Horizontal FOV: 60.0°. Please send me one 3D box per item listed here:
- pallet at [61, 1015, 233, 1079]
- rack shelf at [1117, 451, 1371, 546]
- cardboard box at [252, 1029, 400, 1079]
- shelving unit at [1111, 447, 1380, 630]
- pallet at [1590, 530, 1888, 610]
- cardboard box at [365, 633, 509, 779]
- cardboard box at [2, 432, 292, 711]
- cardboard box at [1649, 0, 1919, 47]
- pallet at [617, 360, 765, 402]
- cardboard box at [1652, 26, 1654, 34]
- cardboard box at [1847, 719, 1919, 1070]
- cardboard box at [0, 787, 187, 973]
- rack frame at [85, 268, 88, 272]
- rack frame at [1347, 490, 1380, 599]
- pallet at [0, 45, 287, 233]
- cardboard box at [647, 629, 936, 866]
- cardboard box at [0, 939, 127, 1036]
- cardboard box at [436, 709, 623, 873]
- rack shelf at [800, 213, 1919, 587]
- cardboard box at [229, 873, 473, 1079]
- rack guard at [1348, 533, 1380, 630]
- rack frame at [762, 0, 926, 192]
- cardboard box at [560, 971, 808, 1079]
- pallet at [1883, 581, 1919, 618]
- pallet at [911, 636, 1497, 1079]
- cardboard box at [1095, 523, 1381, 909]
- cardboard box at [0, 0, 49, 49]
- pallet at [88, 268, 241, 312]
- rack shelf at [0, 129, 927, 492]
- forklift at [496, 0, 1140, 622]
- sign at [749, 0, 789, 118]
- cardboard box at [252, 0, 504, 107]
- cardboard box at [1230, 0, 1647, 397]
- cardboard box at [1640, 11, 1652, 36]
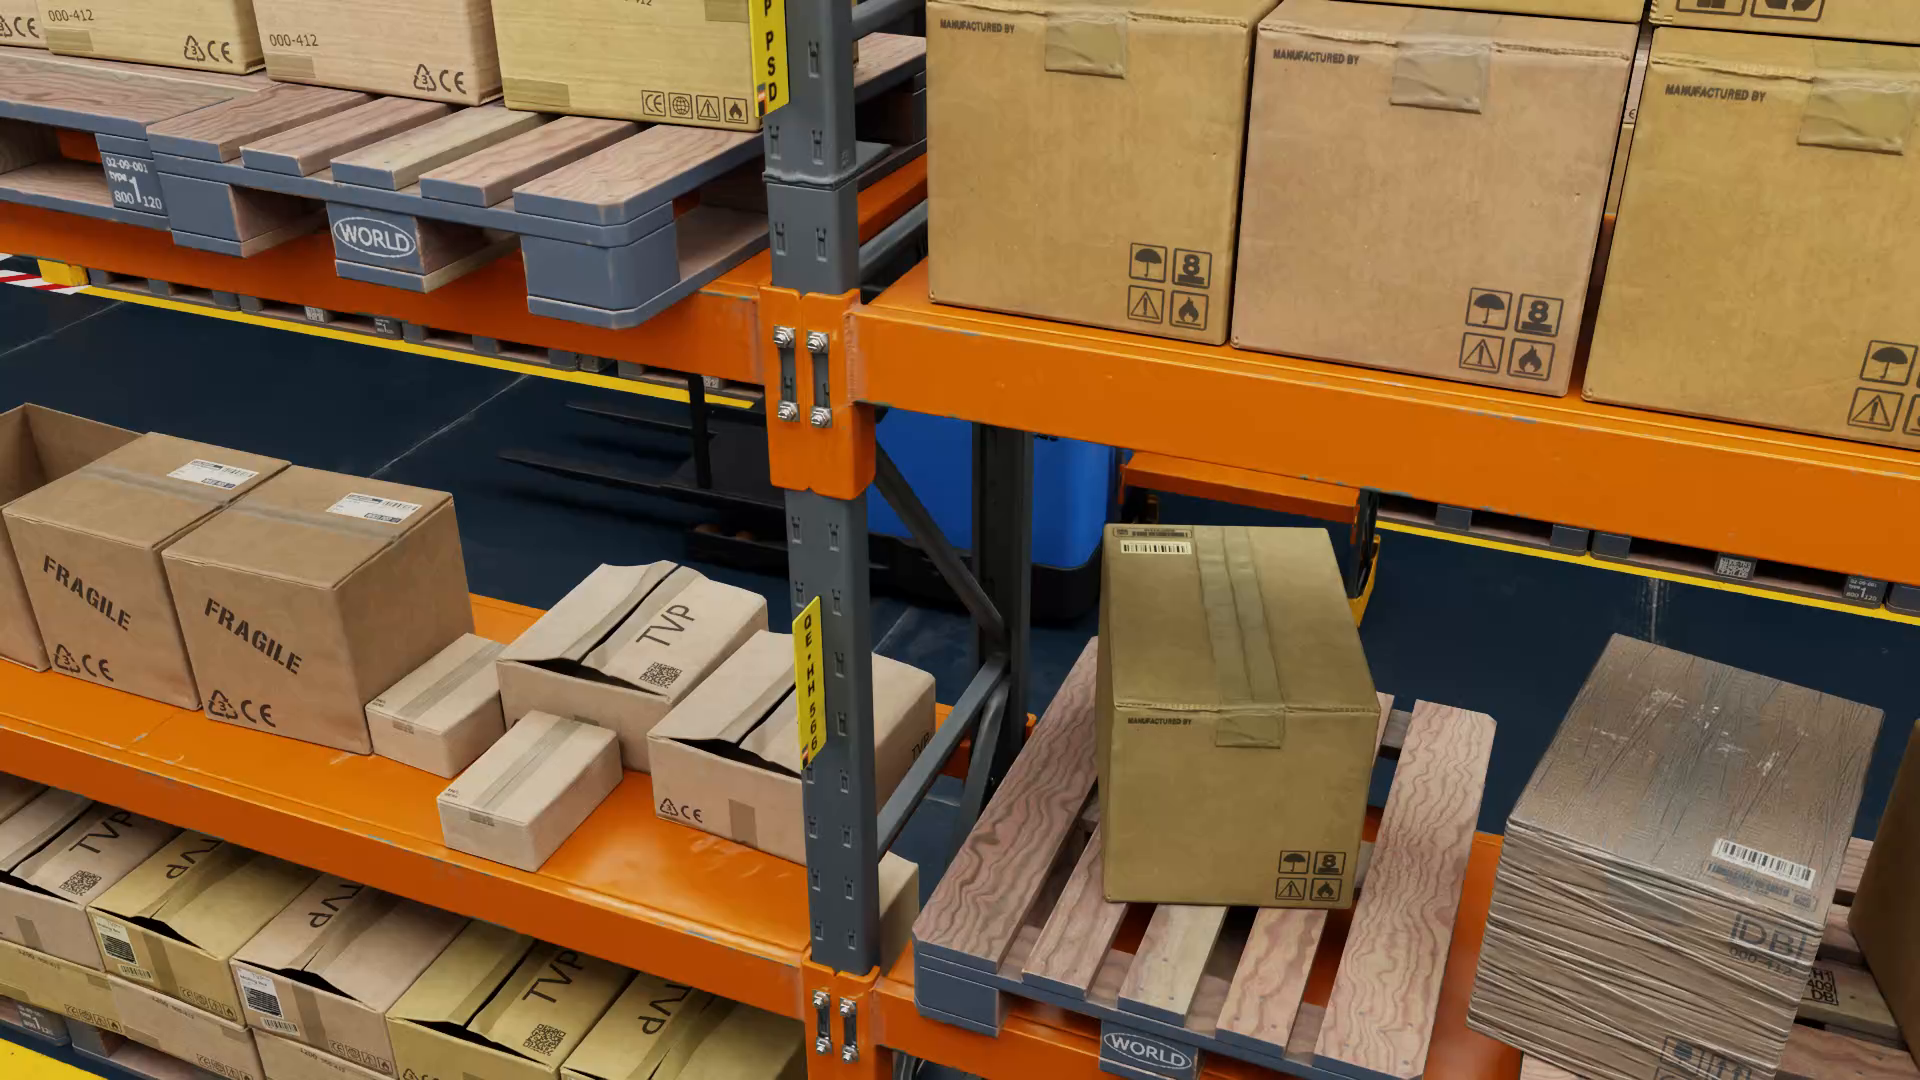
[{"bbox_3d":[-1.945,1.333,5.177,1.213,0.211,1.003,11,31,19],"label":"pallet"},{"bbox_3d":[1.226,-0.263,7.056,1.000,0.185,0.538,11,31,18],"label":"rack shelf"},{"bbox_3d":[-1.593,1.356,4.671,0.500,0.250,0.500,12,32,20],"label":"cardboard box"},{"bbox_3d":[1.234,-0.418,6.965,1.083,1.500,0.587,11,31,18],"label":"shelving unit"},{"bbox_3d":[3.618,-0.123,7.753,1.213,0.211,1.003,11,31,19],"label":"pallet"},{"bbox_3d":[-1.273,0.415,4.223,0.250,0.149,0.380,14,32,23],"label":"cardboard box"},{"bbox_3d":[-2.119,0.072,4.473,0.500,0.500,0.500,11,31,19],"label":"cardboard box"},{"bbox_3d":[1.277,-0.997,2.299,0.500,0.500,0.500,11,31,19],"label":"cardboard box"},{"bbox_3d":[-1.195,-1.126,9.528,1.213,0.211,1.003,11,31,19],"label":"pallet"},{"bbox_3d":[3.260,-2.092,7.217,0.500,0.250,0.500,10,31,18],"label":"cardboard box"},{"bbox_3d":[1.976,0.731,2.880,0.500,0.500,0.700,4,30,6],"label":"cardboard box"},{"bbox_3d":[-2.545,0.926,4.861,0.500,0.311,0.500,10,31,17],"label":"cardboard box"},{"bbox_3d":[-5.624,-3.224,10.405,0.127,3.000,1.000,11,31,19],"label":"rack frame"},{"bbox_3d":[1.699,-0.329,6.807,0.032,1.500,0.500,11,31,18],"label":"rack frame"},{"bbox_3d":[-1.770,-0.998,3.611,1.213,0.211,1.003,13,32,21],"label":"pallet"},{"bbox_3d":[-0.390,0.467,3.965,0.500,0.311,0.500,13,32,22],"label":"cardboard box"},{"bbox_3d":[-2.542,1.167,5.004,0.500,0.250,0.500,10,31,18],"label":"cardboard box"},{"bbox_3d":[-1.007,0.585,3.922,0.250,0.149,0.380,11,31,19],"label":"cardboard box"},{"bbox_3d":[1.783,-0.107,2.573,4.000,0.370,1.077,11,31,19],"label":"rack shelf"},{"bbox_3d":[-1.598,1.113,4.529,0.500,0.311,0.500,11,31,19],"label":"cardboard box"},{"bbox_3d":[1.698,0.215,7.115,0.087,0.250,0.587,11,31,18],"label":"rack guard"},{"bbox_3d":[-0.070,-2.096,2.313,0.127,3.000,1.000,11,31,19],"label":"rack frame"},{"bbox_3d":[-0.648,1.301,4.197,0.500,0.311,0.500,12,32,20],"label":"cardboard box"},{"bbox_3d":[4.752,0.102,7.355,1.213,0.211,1.003,11,31,19],"label":"pallet"},{"bbox_3d":[0.585,0.693,3.671,1.003,0.211,1.213,11,31,19],"label":"pallet"},{"bbox_3d":[0.556,0.355,3.546,0.500,0.500,0.700,1,30,2],"label":"cardboard box"},{"bbox_3d":[-2.028,-1.266,3.619,0.500,0.250,0.500,9,31,15],"label":"cardboard box"},{"bbox_3d":[-4.814,-1.829,10.772,1.213,0.211,1.003,11,31,19],"label":"pallet"},{"bbox_3d":[-1.923,-0.847,3.883,4.000,0.370,1.077,11,31,19],"label":"rack shelf"},{"bbox_3d":[-0.714,-1.376,7.206,3.031,2.935,1.130,11,31,18],"label":"forklift"},{"bbox_3d":[-0.286,-0.798,2.459,0.005,0.325,0.100,11,31,19],"label":"sign"},{"bbox_3d":[-1.004,-1.055,3.245,0.500,0.250,0.500,12,32,20],"label":"cardboard box"},{"bbox_3d":[0.820,-0.674,2.744,0.500,0.500,0.910,11,31,19],"label":"cardboard box"},{"bbox_3d":[2.786,-2.189,7.388,0.500,0.250,0.500,10,31,17],"label":"cardboard box"}]
